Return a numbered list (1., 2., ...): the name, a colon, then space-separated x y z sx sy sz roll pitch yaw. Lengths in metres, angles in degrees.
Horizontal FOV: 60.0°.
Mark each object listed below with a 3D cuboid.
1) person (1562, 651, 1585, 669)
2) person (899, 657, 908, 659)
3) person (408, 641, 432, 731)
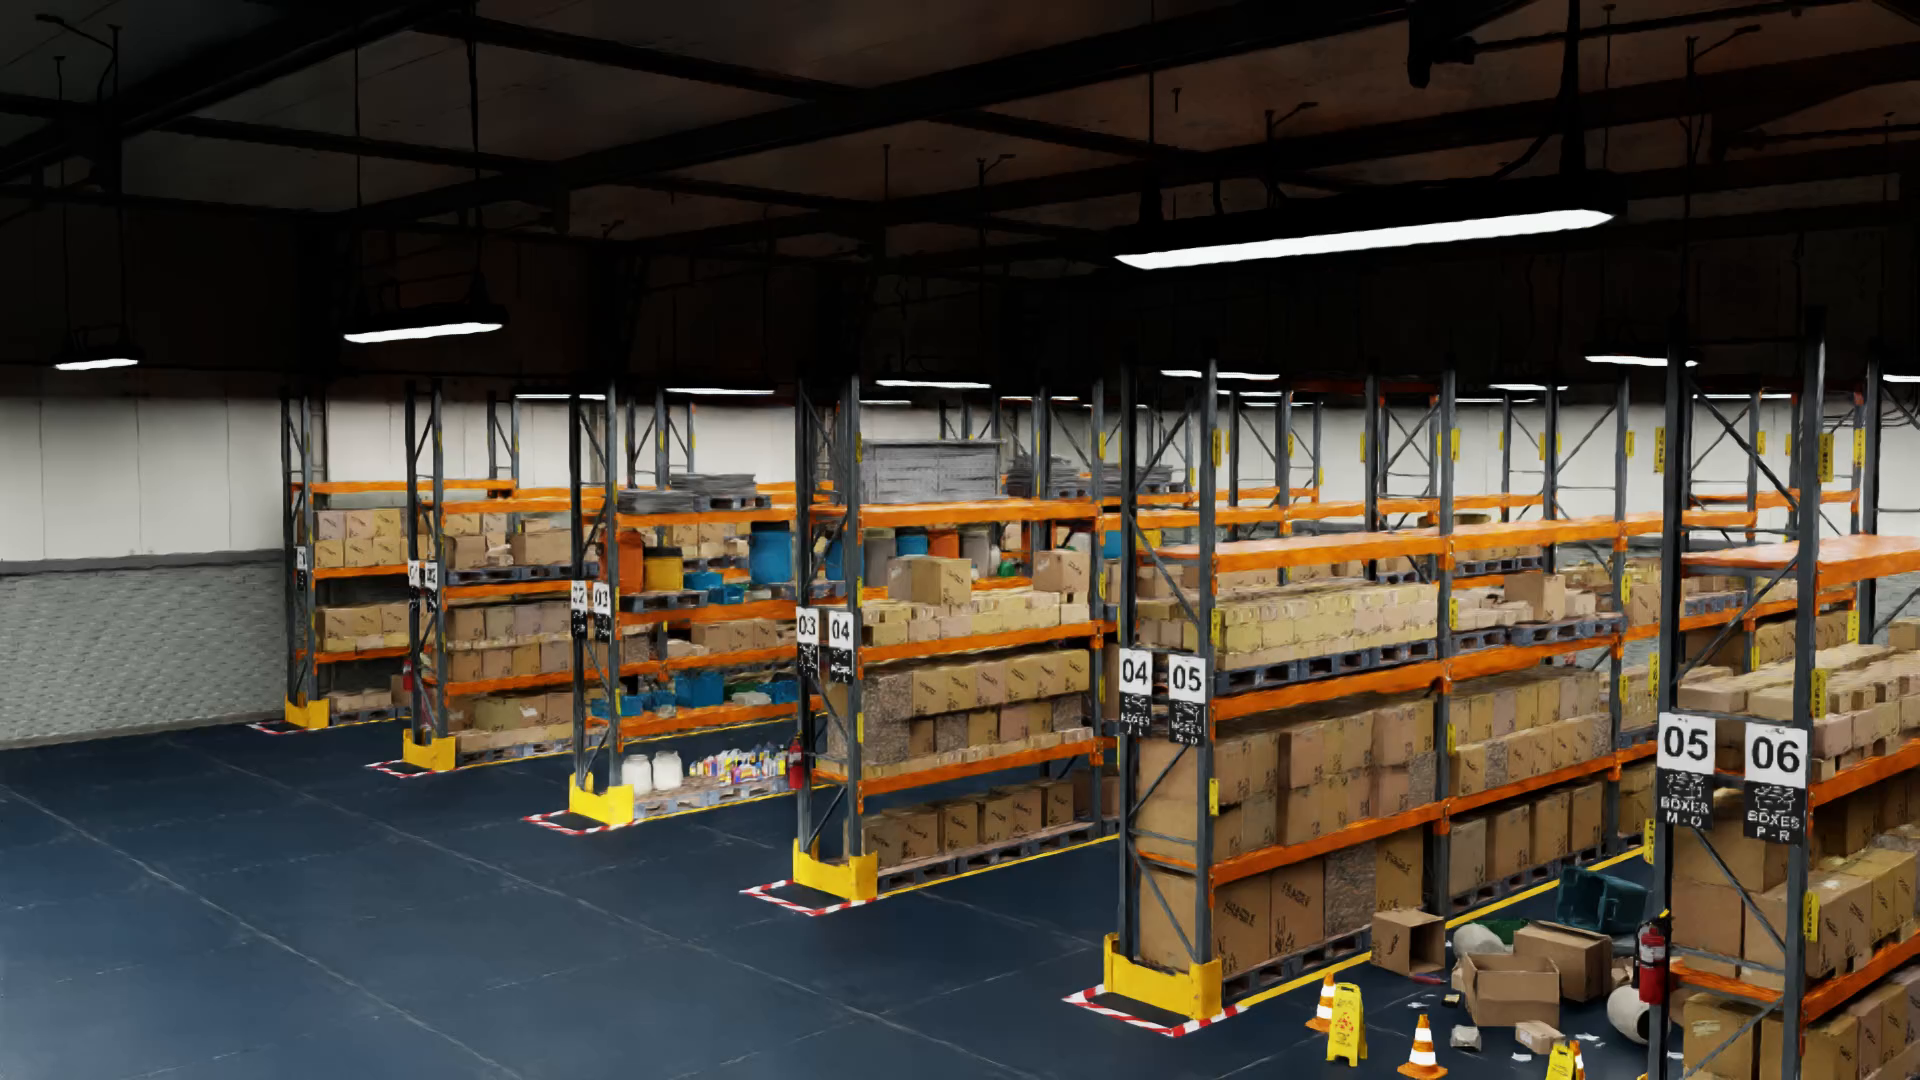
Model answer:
1. person: 9.901 2.612 26.895 1.029 1.673 0.555 -4 5 -44
2. person: -0.836 2.532 27.680 0.835 1.722 0.703 -3 5 -38
3. person: -9.352 2.514 28.937 0.507 1.619 0.598 -4 5 -44
